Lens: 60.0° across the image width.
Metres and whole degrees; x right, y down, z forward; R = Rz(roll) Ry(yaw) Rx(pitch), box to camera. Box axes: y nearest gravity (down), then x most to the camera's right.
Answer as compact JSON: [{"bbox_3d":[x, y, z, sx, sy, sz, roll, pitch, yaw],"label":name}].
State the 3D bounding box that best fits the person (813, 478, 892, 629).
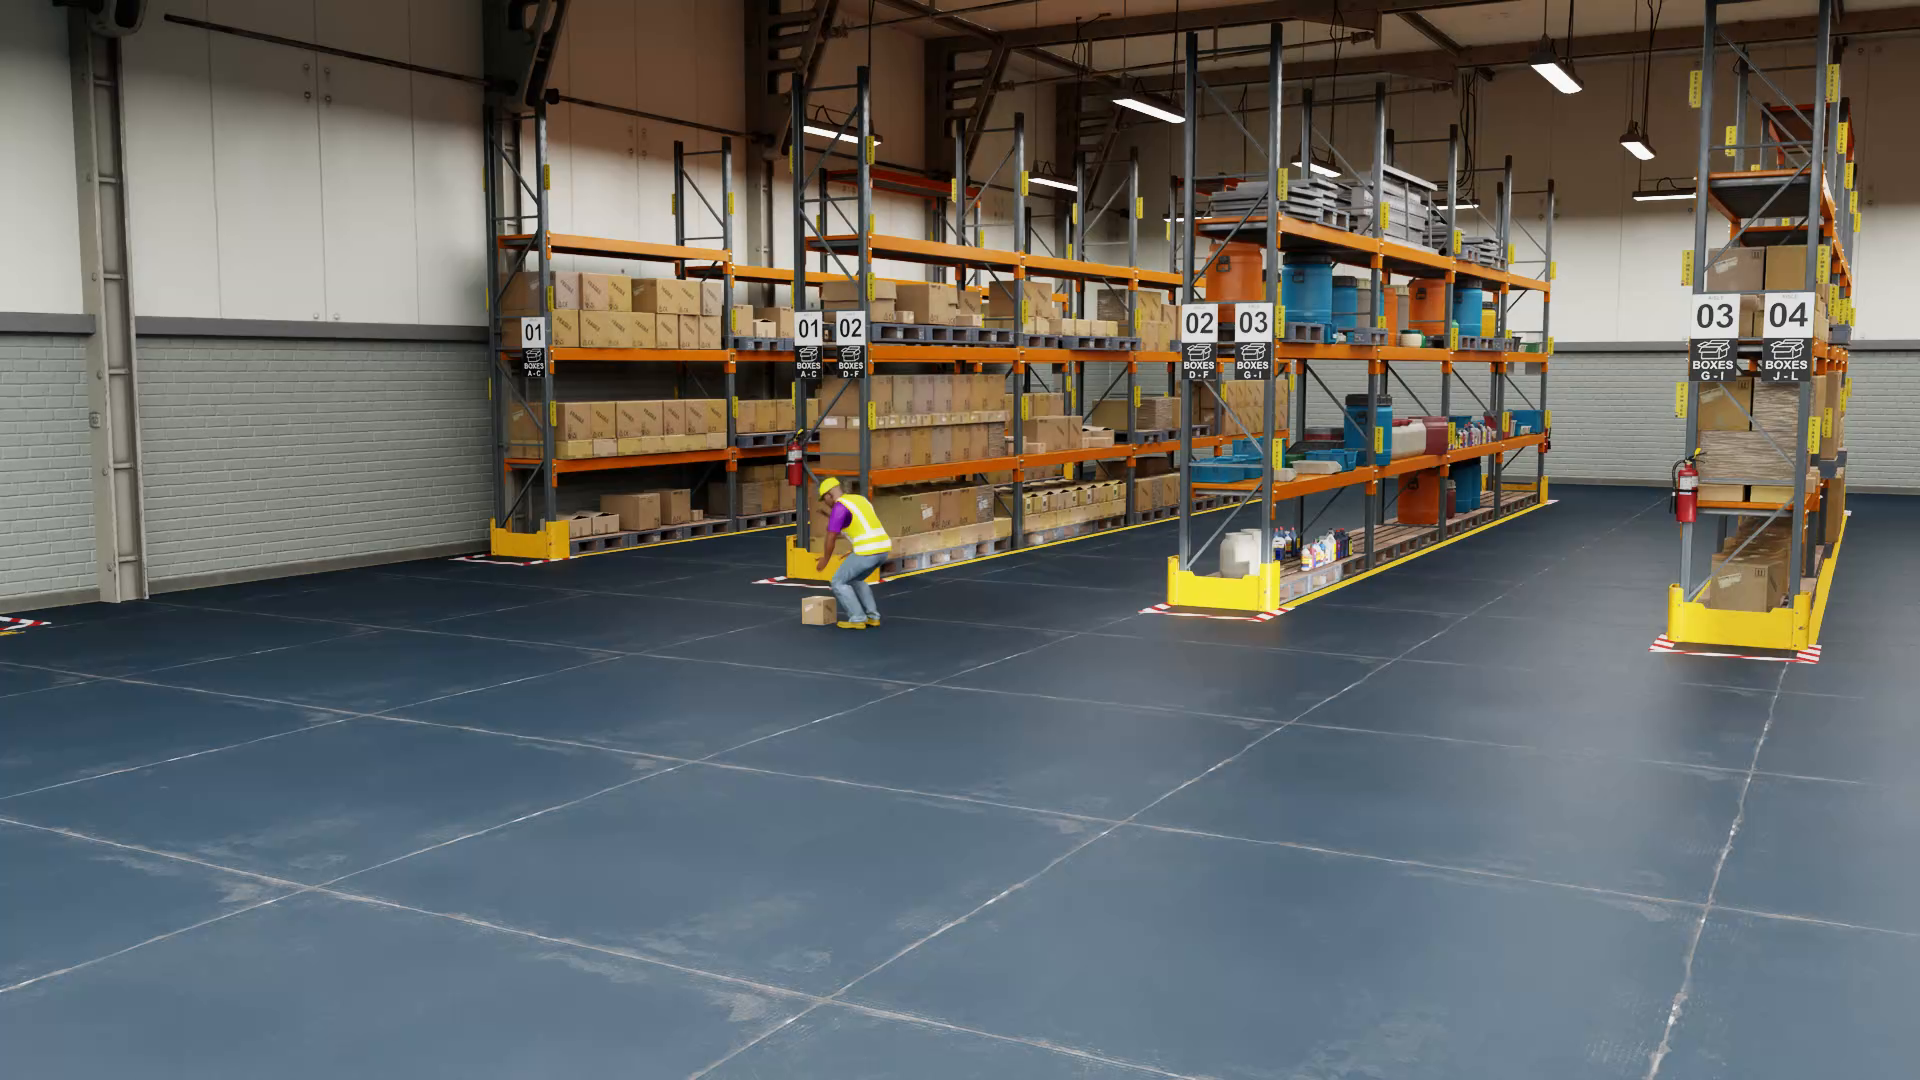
[{"bbox_3d":[-1.056,0.127,16.283,0.728,1.461,0.630,3,7,29],"label":"person"}]
